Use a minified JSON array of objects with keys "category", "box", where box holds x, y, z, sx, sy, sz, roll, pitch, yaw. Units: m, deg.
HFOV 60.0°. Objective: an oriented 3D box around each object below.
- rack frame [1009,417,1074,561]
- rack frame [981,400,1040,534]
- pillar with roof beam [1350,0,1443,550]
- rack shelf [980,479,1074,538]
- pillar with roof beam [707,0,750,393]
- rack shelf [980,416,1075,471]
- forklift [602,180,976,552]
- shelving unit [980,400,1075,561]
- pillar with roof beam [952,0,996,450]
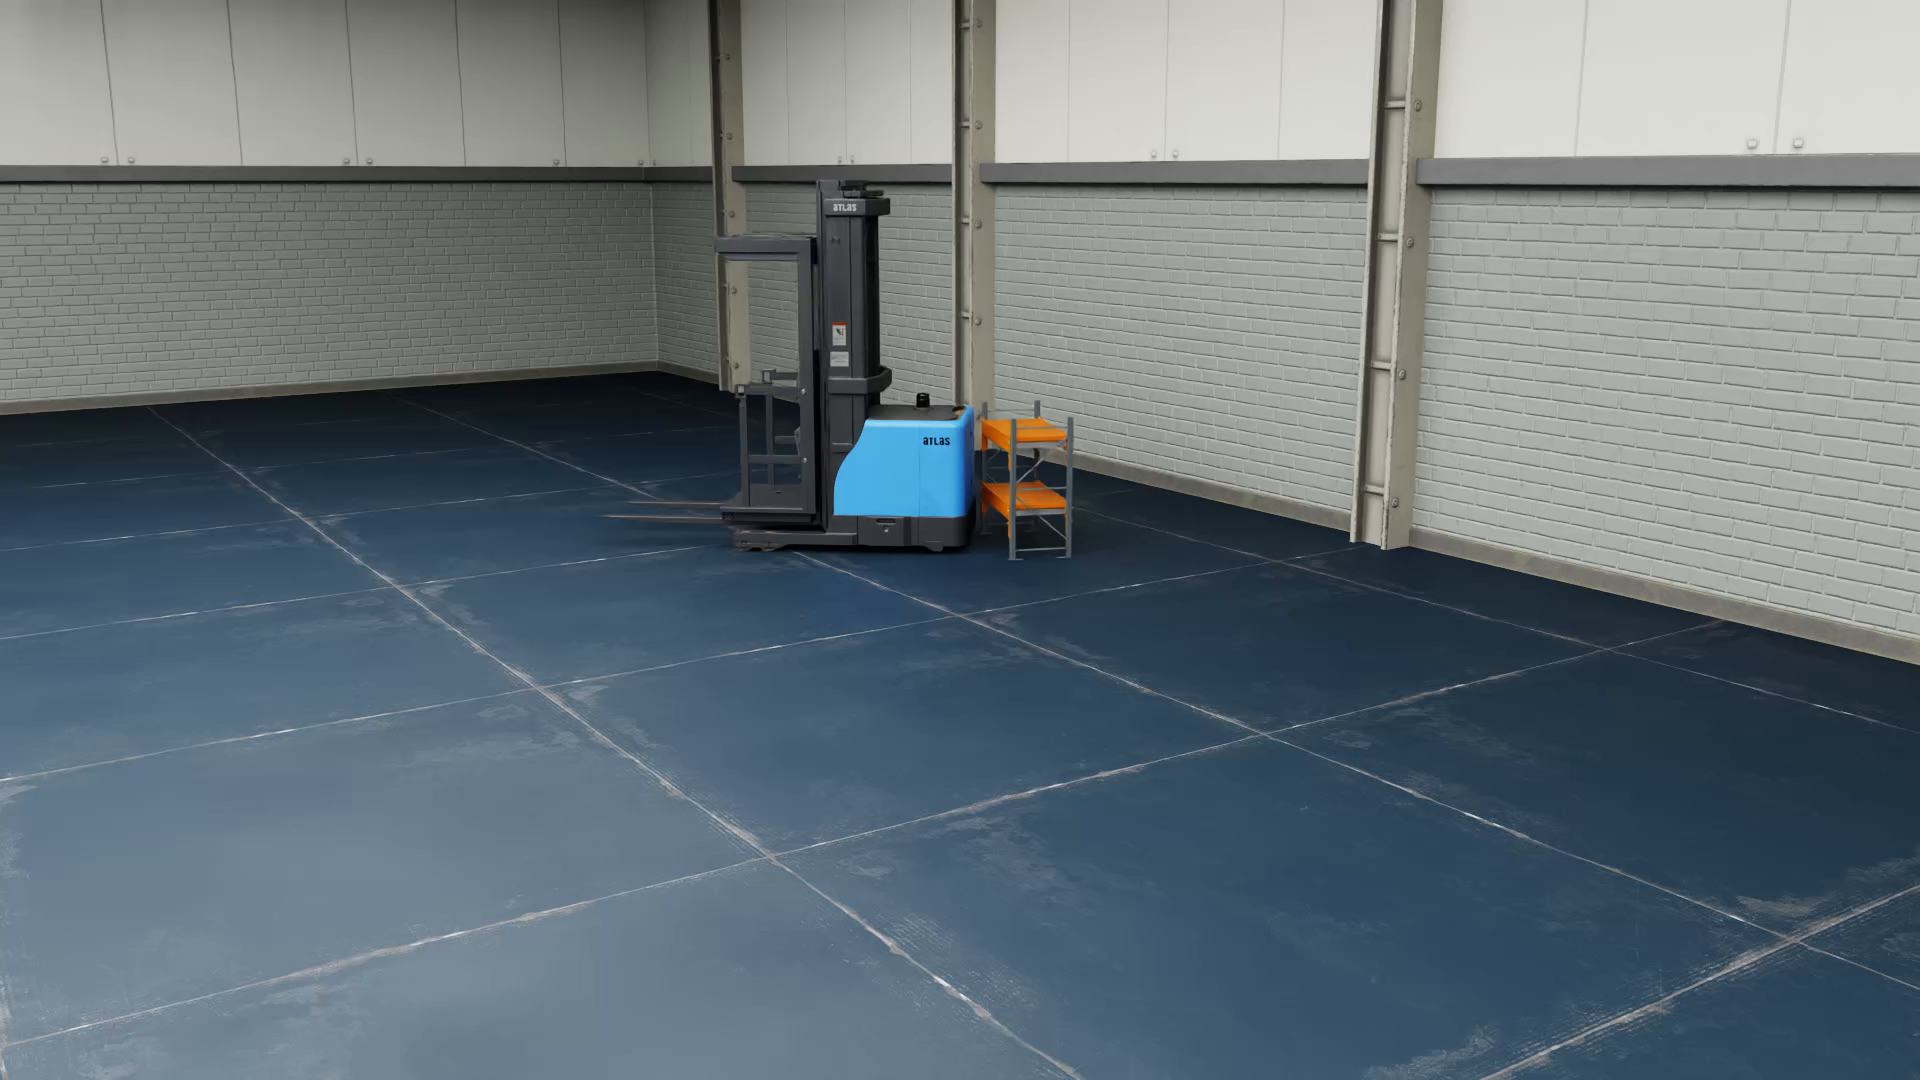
[{"category":"rack frame","box":[0.639,-0.399,13.055,0.500,1.125,0.032,-3,13,-12]},{"category":"rack frame","box":[0.426,-0.612,14.026,0.500,1.125,0.032,-3,13,-12]},{"category":"pillar with roof beam","box":[-0.113,-3.859,10.445,9.100,9.000,0.400,-8,15,-33]},{"category":"rack shelf","box":[0.532,-0.267,13.593,0.538,0.278,1.000,-3,13,-12]},{"category":"pillar with roof beam","box":[-6.762,-5.993,20.205,9.100,9.000,0.400,-8,15,-33]},{"category":"rack shelf","box":[0.532,-0.791,13.478,0.538,0.278,1.000,-3,13,-12]},{"category":"forklift","box":[-1.412,-1.448,13.622,3.031,2.935,1.130,1,12,5]},{"category":"shelving unit","box":[0.532,-0.506,13.541,0.538,1.125,1.048,-3,13,-12]},{"category":"pillar with roof beam","box":[-3.437,-4.926,15.325,9.100,9.000,0.400,-8,15,-33]}]
